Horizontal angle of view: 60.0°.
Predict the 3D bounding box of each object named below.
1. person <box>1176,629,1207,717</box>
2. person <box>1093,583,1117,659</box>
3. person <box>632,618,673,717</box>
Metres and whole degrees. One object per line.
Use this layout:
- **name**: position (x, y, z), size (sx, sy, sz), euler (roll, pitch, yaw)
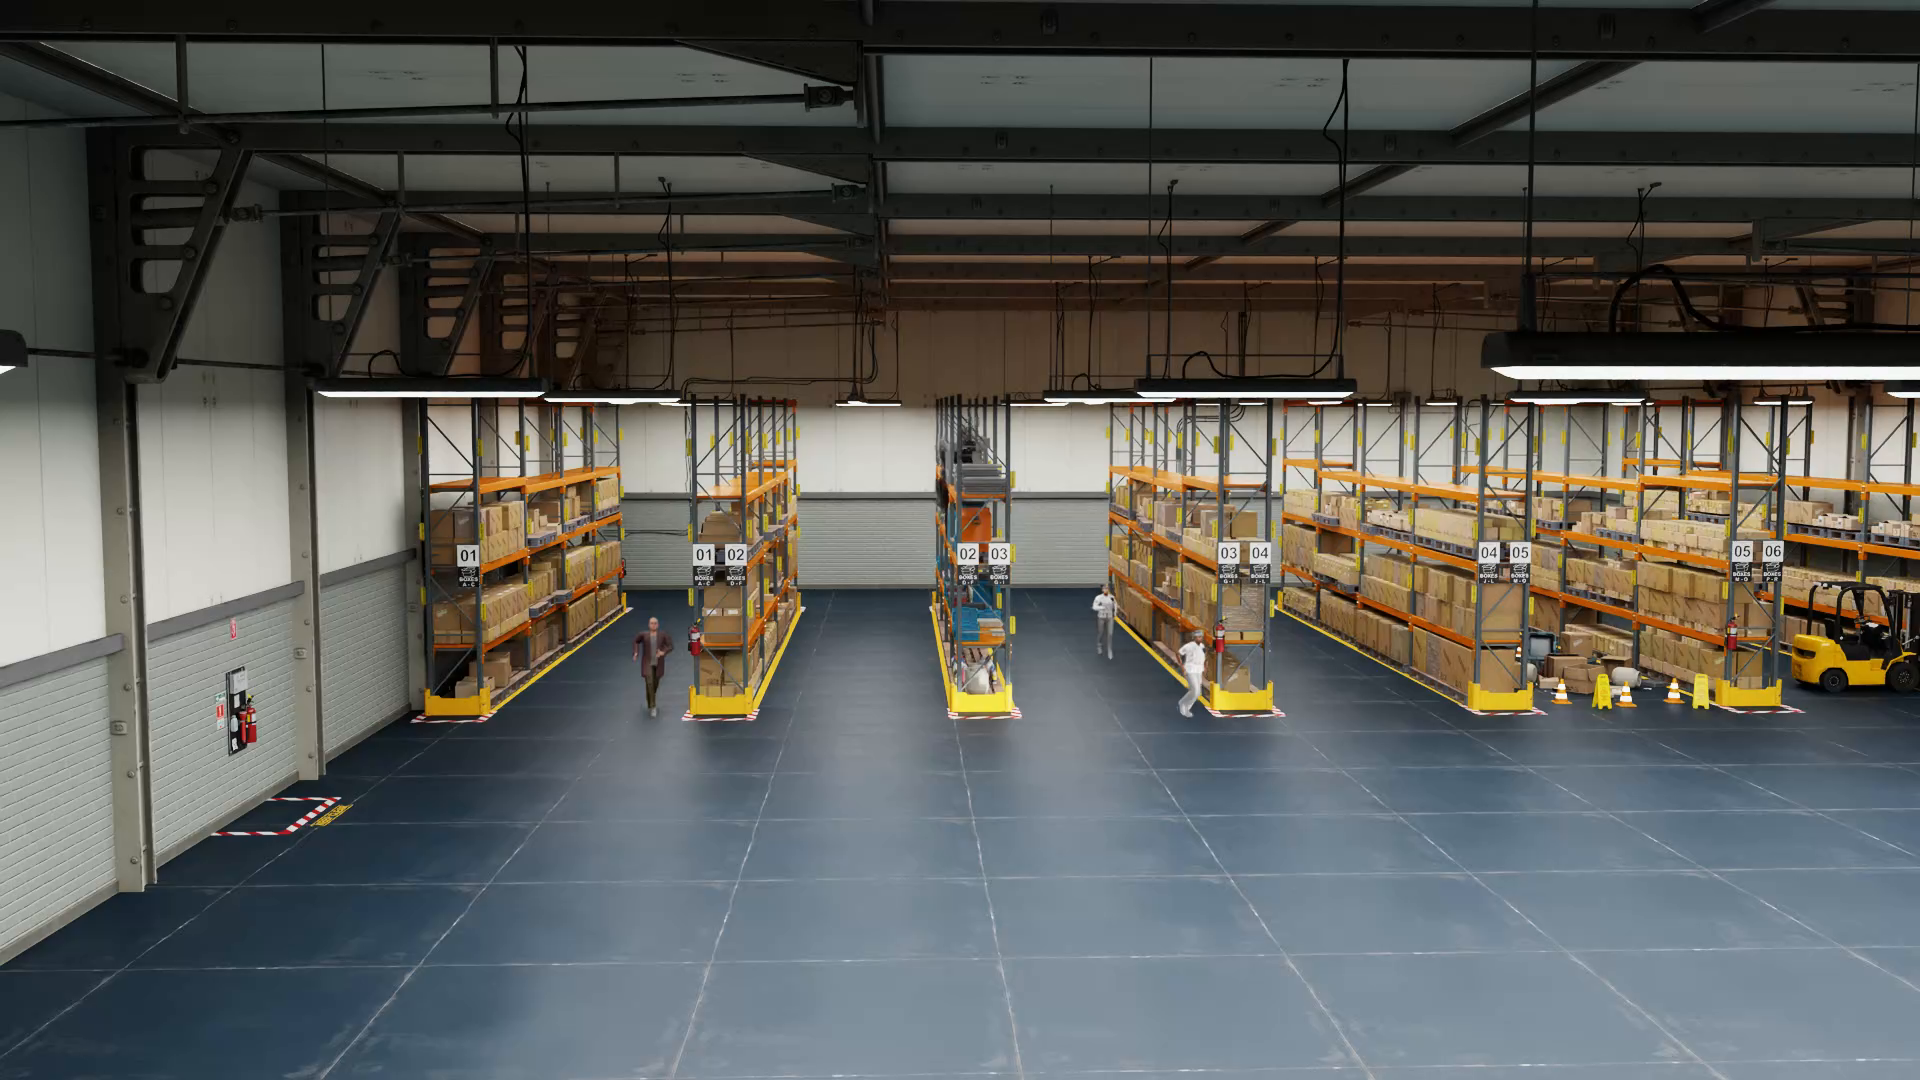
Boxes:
- **person**: position (4.363, 2.467, 30.921), size (0.604, 1.640, 0.505), euler (-3, 5, -34)
- **person**: position (3.353, 1.835, 38.432), size (0.629, 1.722, 0.866), euler (-1, 5, -9)
- **person**: position (-5.781, 2.371, 31.365), size (0.757, 1.813, 1.010), euler (-2, 5, -21)
